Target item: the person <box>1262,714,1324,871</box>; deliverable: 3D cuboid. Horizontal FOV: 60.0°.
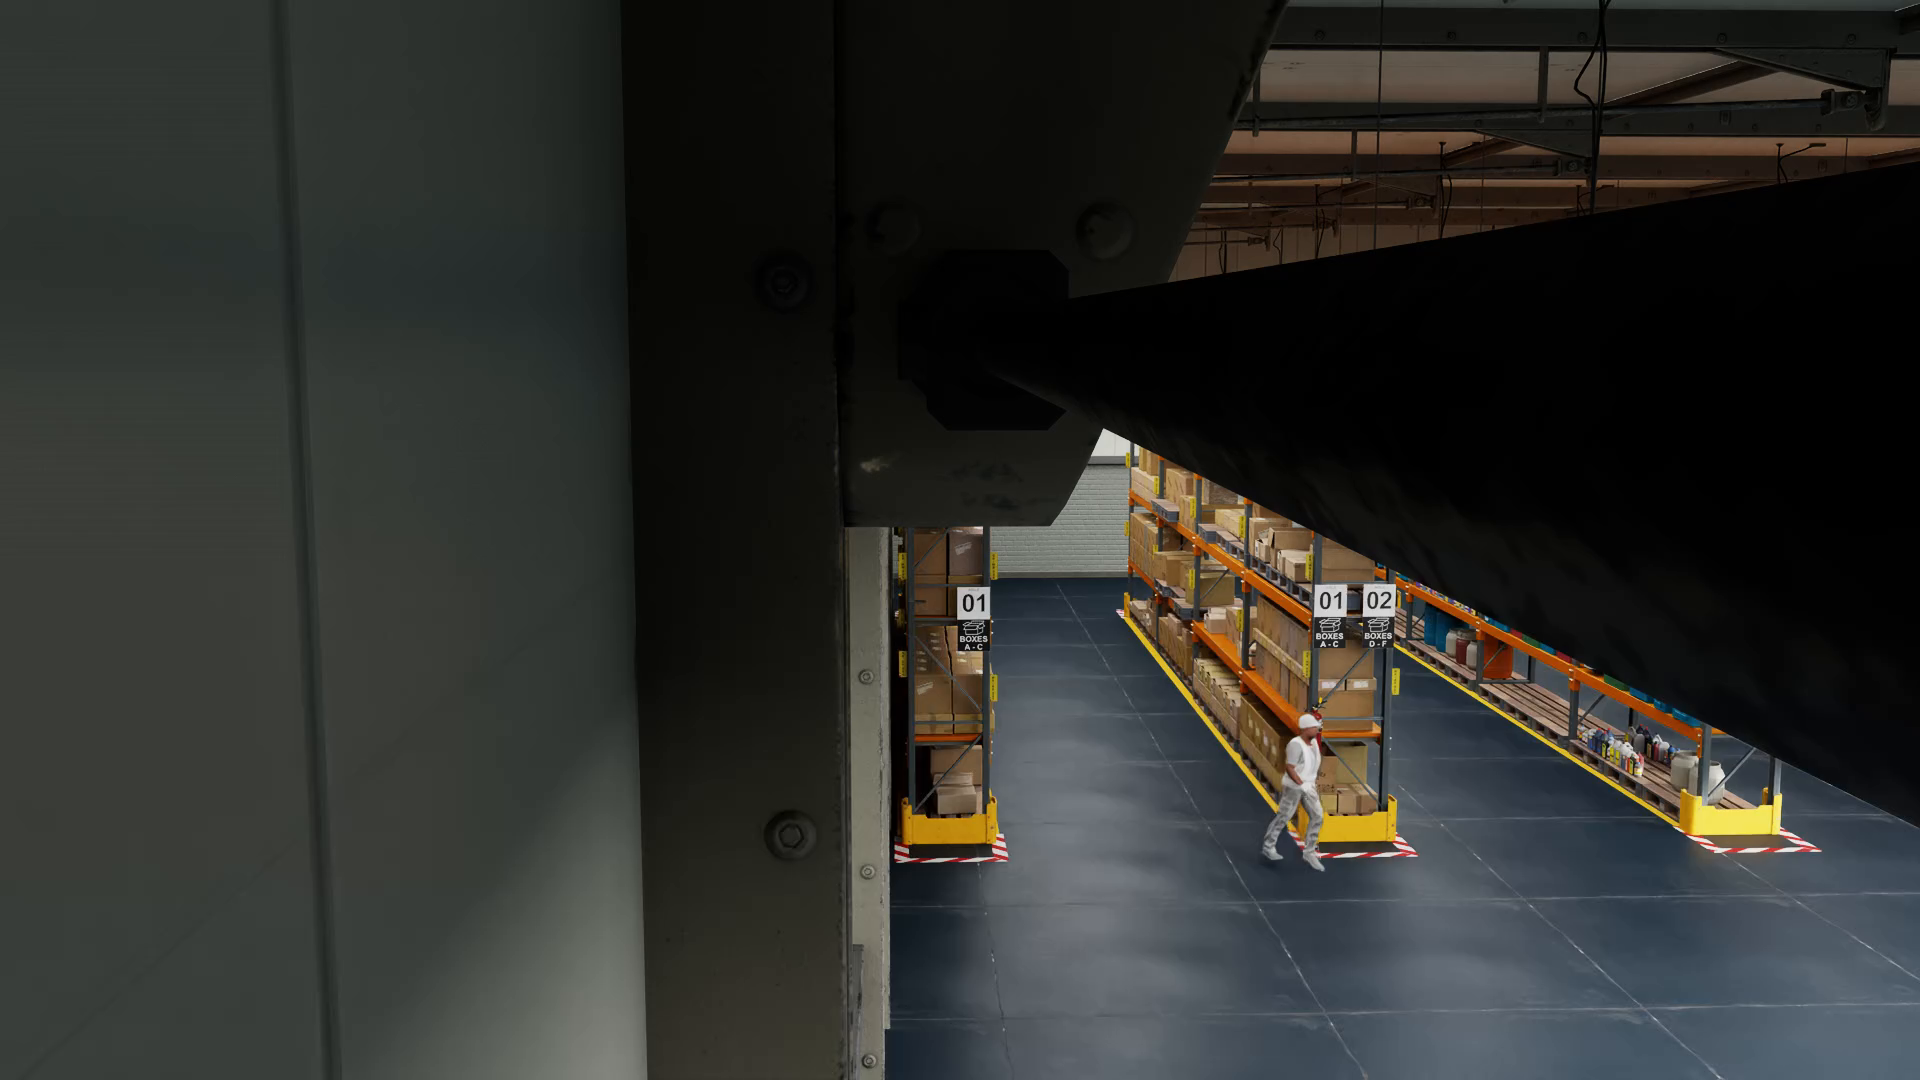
[{"bbox_3d":[4.005,2.937,19.571,0.717,1.816,0.658,7,10,43],"label":"person"}]
